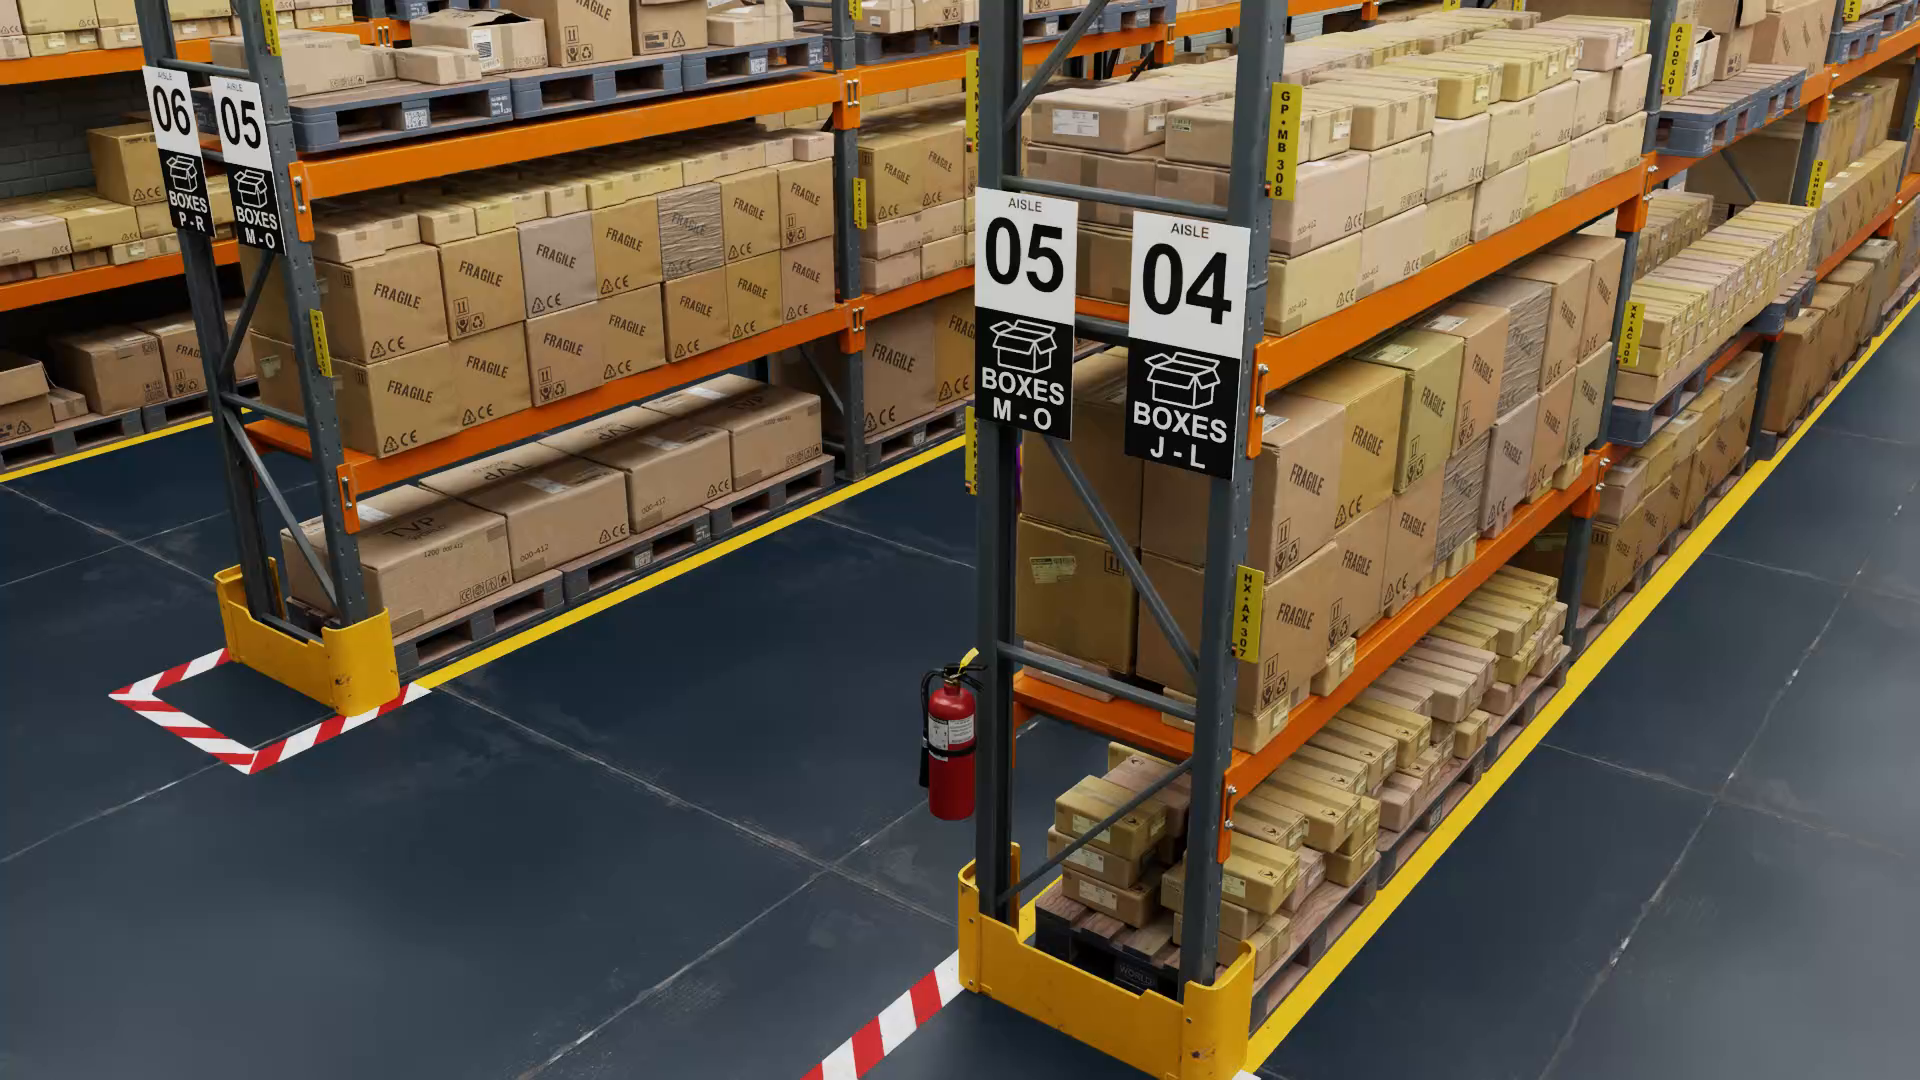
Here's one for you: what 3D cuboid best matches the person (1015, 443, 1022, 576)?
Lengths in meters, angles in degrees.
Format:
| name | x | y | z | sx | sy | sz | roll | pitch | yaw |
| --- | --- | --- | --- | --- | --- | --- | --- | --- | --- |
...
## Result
| name | x | y | z | sx | sy | sz | roll | pitch | yaw |
| --- | --- | --- | --- | --- | --- | --- | --- | --- | --- |
| person | 0.524 | 0.055 | 8.394 | 0.609 | 1.744 | 0.523 | 15 | 28 | 31 |
